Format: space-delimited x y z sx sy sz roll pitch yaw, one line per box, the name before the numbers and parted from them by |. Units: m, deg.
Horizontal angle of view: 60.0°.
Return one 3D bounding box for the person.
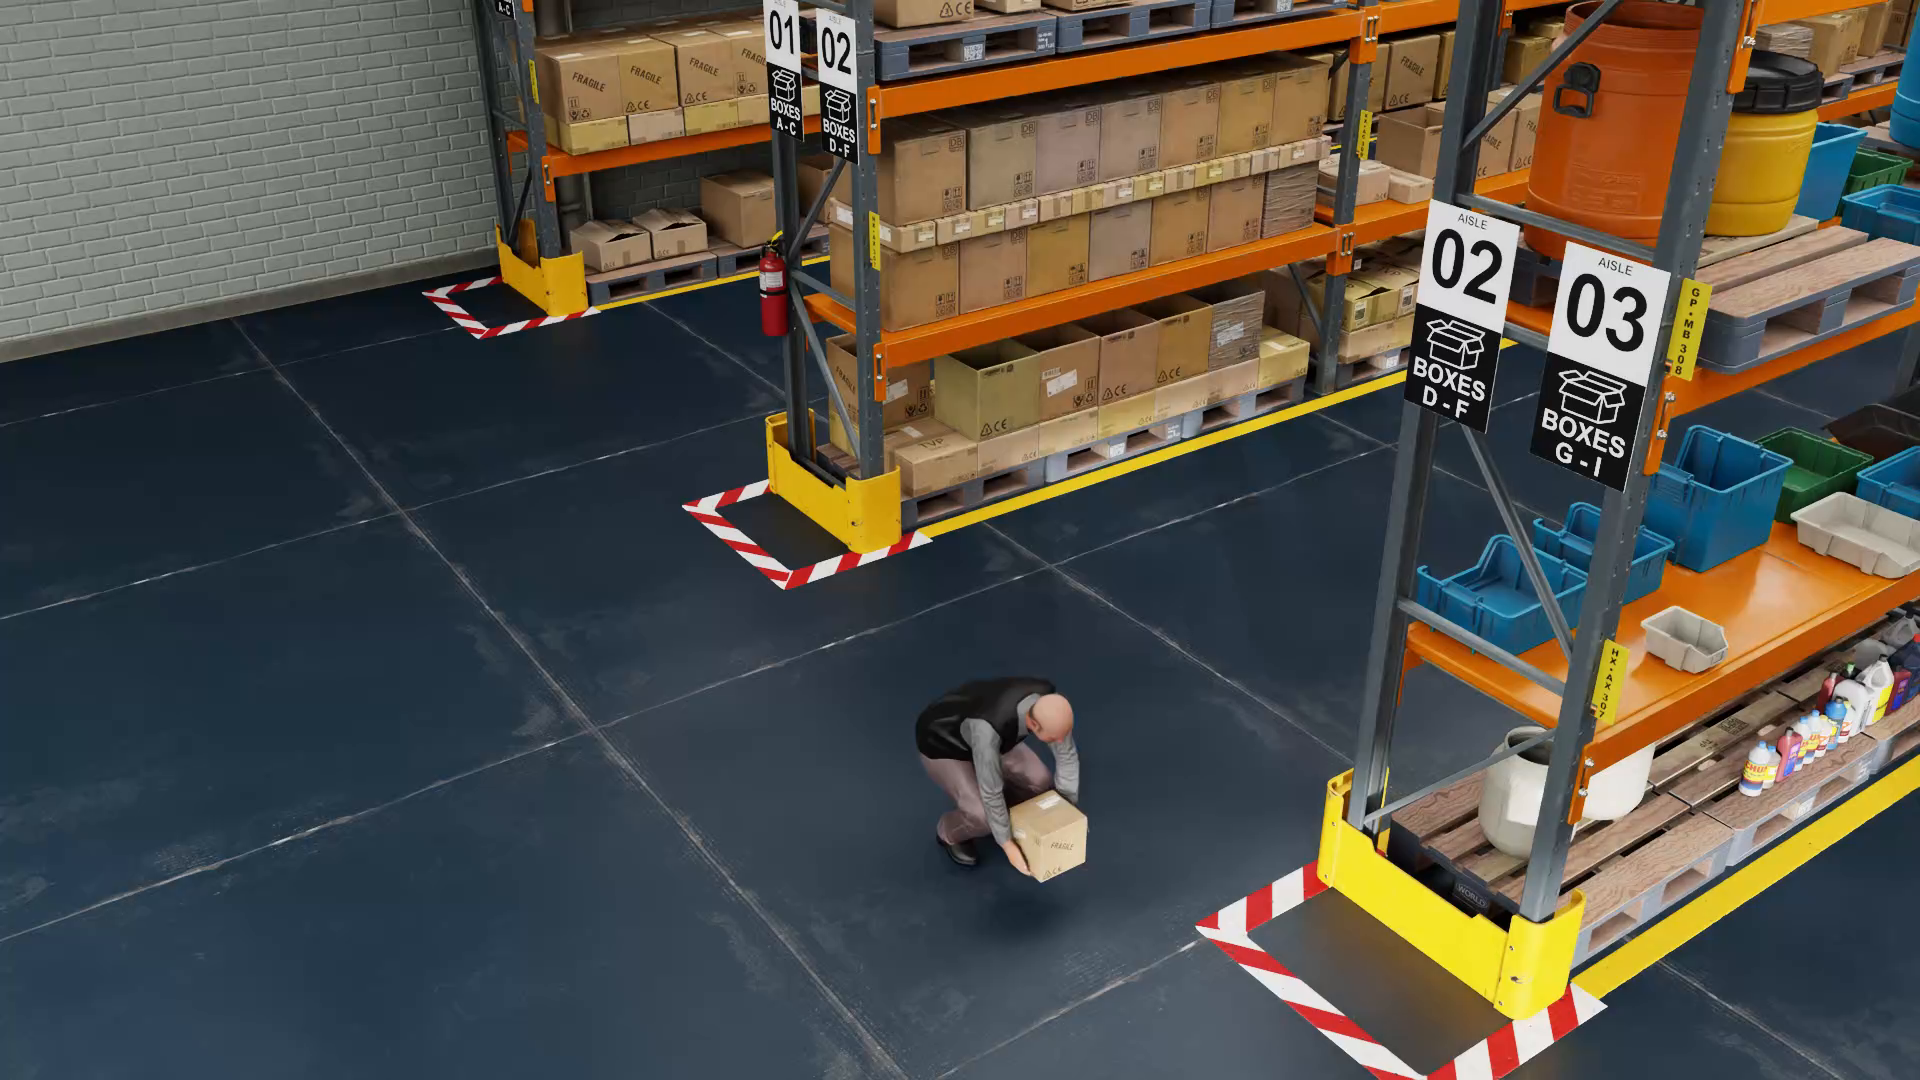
person | 0.192 1.007 7.542 0.550 1.009 0.861 -19 34 -31
